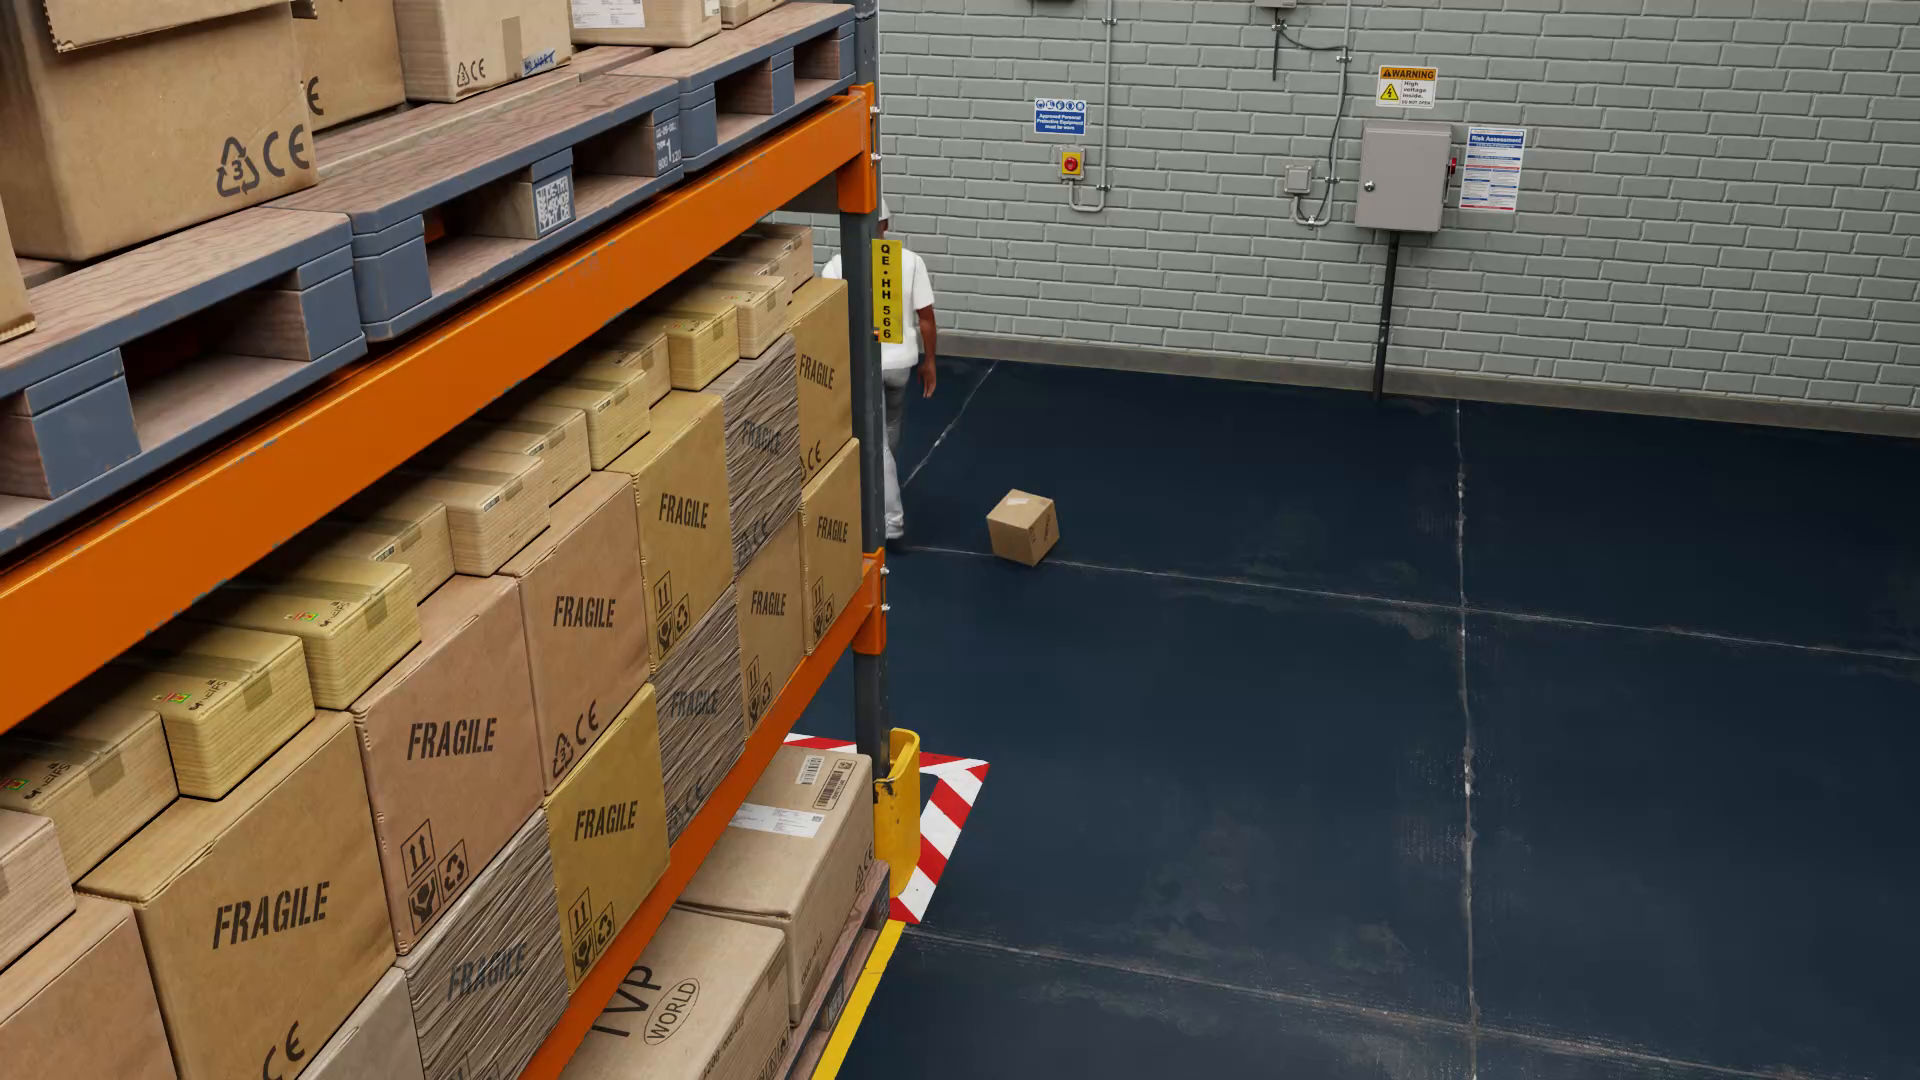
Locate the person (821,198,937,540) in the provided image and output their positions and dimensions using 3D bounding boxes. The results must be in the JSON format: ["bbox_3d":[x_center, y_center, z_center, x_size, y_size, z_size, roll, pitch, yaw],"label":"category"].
[{"bbox_3d":[-0.447,-0.954,8.591,0.587,1.697,1.102,-9,27,-18],"label":"person"}]
